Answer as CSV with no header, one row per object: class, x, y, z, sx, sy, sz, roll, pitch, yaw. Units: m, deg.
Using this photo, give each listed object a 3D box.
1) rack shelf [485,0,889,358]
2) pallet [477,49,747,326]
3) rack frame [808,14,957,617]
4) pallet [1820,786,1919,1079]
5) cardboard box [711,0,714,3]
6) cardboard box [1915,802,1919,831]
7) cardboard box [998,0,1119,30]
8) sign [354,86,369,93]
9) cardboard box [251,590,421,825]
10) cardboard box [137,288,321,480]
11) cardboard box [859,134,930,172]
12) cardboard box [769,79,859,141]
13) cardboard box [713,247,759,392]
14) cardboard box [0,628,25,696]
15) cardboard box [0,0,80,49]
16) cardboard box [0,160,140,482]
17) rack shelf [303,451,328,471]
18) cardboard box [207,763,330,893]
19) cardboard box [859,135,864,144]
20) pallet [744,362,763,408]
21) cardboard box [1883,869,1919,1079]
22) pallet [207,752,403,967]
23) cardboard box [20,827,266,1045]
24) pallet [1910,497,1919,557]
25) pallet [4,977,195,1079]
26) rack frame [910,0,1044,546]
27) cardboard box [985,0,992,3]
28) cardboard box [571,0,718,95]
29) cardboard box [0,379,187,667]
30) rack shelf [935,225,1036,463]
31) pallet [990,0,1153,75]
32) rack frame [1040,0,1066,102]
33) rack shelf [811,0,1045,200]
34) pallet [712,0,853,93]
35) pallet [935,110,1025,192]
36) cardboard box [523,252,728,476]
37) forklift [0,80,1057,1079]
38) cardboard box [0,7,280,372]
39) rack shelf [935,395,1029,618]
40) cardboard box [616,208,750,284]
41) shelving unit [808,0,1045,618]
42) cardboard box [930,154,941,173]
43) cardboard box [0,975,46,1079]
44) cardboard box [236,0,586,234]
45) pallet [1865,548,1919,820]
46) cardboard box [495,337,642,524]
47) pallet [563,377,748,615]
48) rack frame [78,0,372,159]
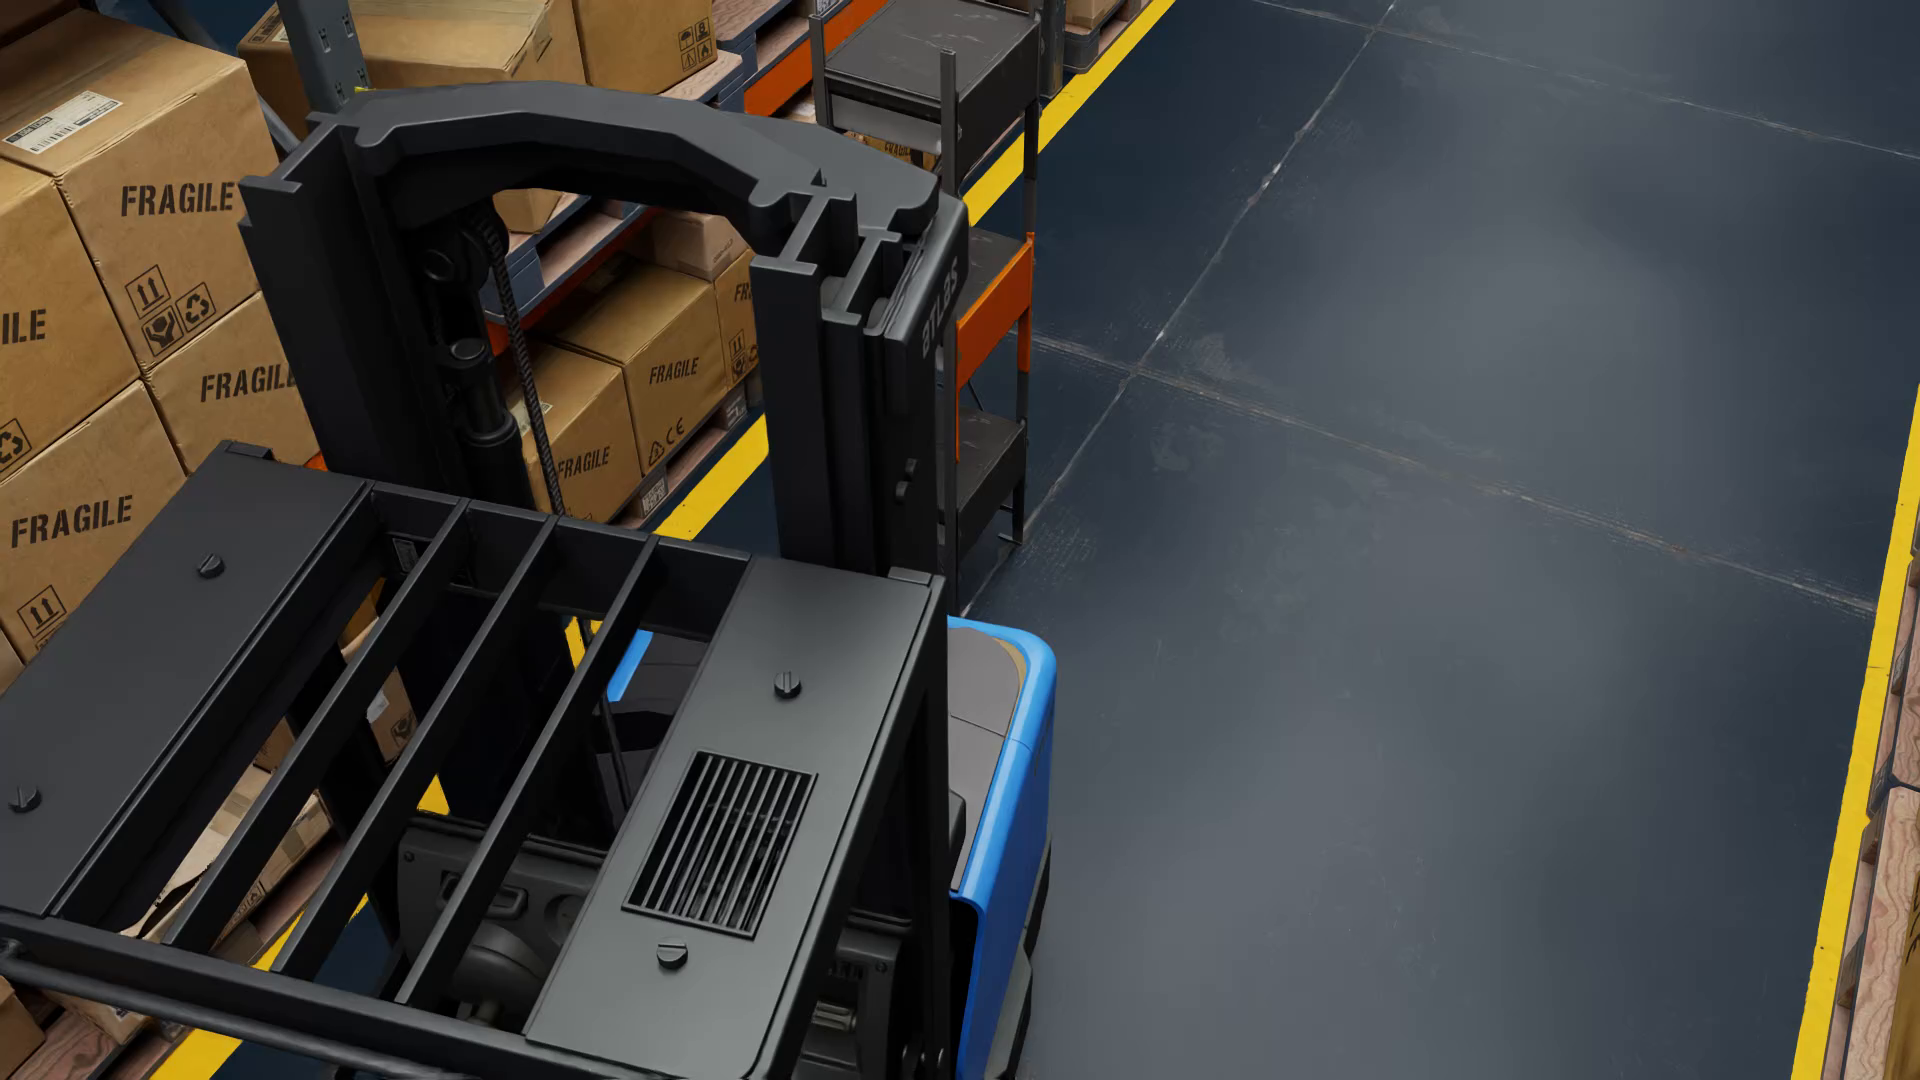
rack shelf,-0.916,-1.796,5.922,1.077,0.370,4.000,20,49,19
pallet,-1.377,-1.189,4.951,1.003,0.211,1.213,20,49,19
rack frame,-0.190,-0.480,4.748,0.400,2.100,0.015,20,49,19
pallet,2.836,1.313,4.303,1.003,0.211,1.213,20,49,19
cardboard box,-1.079,-2.105,5.356,0.700,0.500,0.500,9,46,9
cardboard box,3.141,0.439,4.423,0.750,0.750,0.750,22,49,20
cardboard box,0.515,-2.723,7.970,0.500,0.250,0.500,20,49,19
sign,-1.361,-0.919,3.941,0.100,0.325,0.005,20,49,19
cardboard box,-1.858,0.388,4.706,0.500,0.500,0.500,20,49,19
cardboard box,-1.850,-0.424,3.990,0.500,0.500,0.500,21,49,20
cardboard box,-0.455,-1.592,6.663,0.500,0.500,0.500,19,48,18
cardboard box,-0.708,-1.499,6.043,0.500,0.250,0.500,20,49,18
cardboard box,-0.928,-0.941,6.019,0.500,0.500,0.500,21,49,20
cardboard box,-2.324,0.225,3.348,0.500,0.500,0.500,22,49,20
cardboard box,-2.313,-0.972,3.828,0.500,0.500,0.500,22,49,20
cardboard box,-2.086,-0.448,3.310,0.500,0.500,0.500,20,49,18
rack shelf,-2.773,0.724,3.431,1.077,0.370,4.000,20,49,19
cardboard box,-1.979,0.767,4.578,0.380,0.149,0.250,20,49,19
cardboard box,-0.693,-1.260,6.334,0.500,0.500,0.500,19,48,18
pallet,-0.936,-1.105,6.694,1.003,0.211,1.213,20,49,19
cardboard box,2.731,1.000,3.869,0.750,0.750,0.750,21,49,19
pallet,-2.164,0.624,4.985,1.003,0.211,1.213,20,49,19
cardboard box,-2.206,0.927,4.306,0.500,0.311,0.500,20,49,19
pallet,3.969,-0.224,5.823,1.003,0.211,1.213,20,49,19
pallet,-2.730,1.395,4.223,1.003,0.211,1.213,20,49,19
rack frame,0.036,-0.788,5.052,0.400,2.100,0.015,20,49,19
cardboard box,0.040,-2.902,8.147,0.500,0.250,0.500,22,49,20
cardboard box,-1.164,-1.650,4.907,0.700,0.500,0.500,28,52,25
cardboard box,-2.088,-0.099,3.669,0.500,0.500,0.500,22,49,20
rack shelf,-0.077,-0.624,4.910,0.431,0.518,0.480,20,49,19
pallet,0.429,-2.834,8.403,1.003,0.211,1.213,20,49,19
rack frame,0.012,-3.309,6.911,1.000,3.000,0.127,20,49,19
rack shelf,-0.077,-1.116,4.412,0.431,0.518,0.480,20,49,19
pallet,-0.887,-2.015,5.767,1.003,0.211,1.213,20,49,19
pallet,-0.368,-1.871,7.451,1.003,0.211,1.213,20,49,19
cardboard box,-1.167,-0.629,5.711,0.500,0.500,0.500,21,49,20
forklift,-0.618,0.884,2.816,1.130,2.935,3.031,10,46,10
cardboard box,-1.850,-0.772,3.630,0.500,0.500,0.500,21,49,19
rack shelf,-0.077,-0.132,5.408,0.431,0.518,0.480,20,49,19
cardboard box,-0.940,-1.183,5.731,0.500,0.250,0.500,21,49,19
shelving unit,-0.077,-0.634,4.900,0.431,2.100,0.503,20,49,19
cardboard box,-0.214,-1.918,6.985,0.500,0.500,0.500,22,49,21
cardboard box,-2.712,1.119,3.981,0.797,0.503,0.637,20,49,19
cardboard box,-1.427,-1.196,4.458,0.700,0.500,0.500,6,46,6
pallet,3.401,0.542,5.066,1.003,0.211,1.213,20,49,19
cardboard box,-1.404,-0.289,5.375,0.500,0.500,0.500,18,48,17
pallet,-1.501,-0.334,5.931,1.003,0.211,1.213,20,49,19
rack frame,-1.845,-0.789,4.421,1.000,3.000,0.127,20,49,19
